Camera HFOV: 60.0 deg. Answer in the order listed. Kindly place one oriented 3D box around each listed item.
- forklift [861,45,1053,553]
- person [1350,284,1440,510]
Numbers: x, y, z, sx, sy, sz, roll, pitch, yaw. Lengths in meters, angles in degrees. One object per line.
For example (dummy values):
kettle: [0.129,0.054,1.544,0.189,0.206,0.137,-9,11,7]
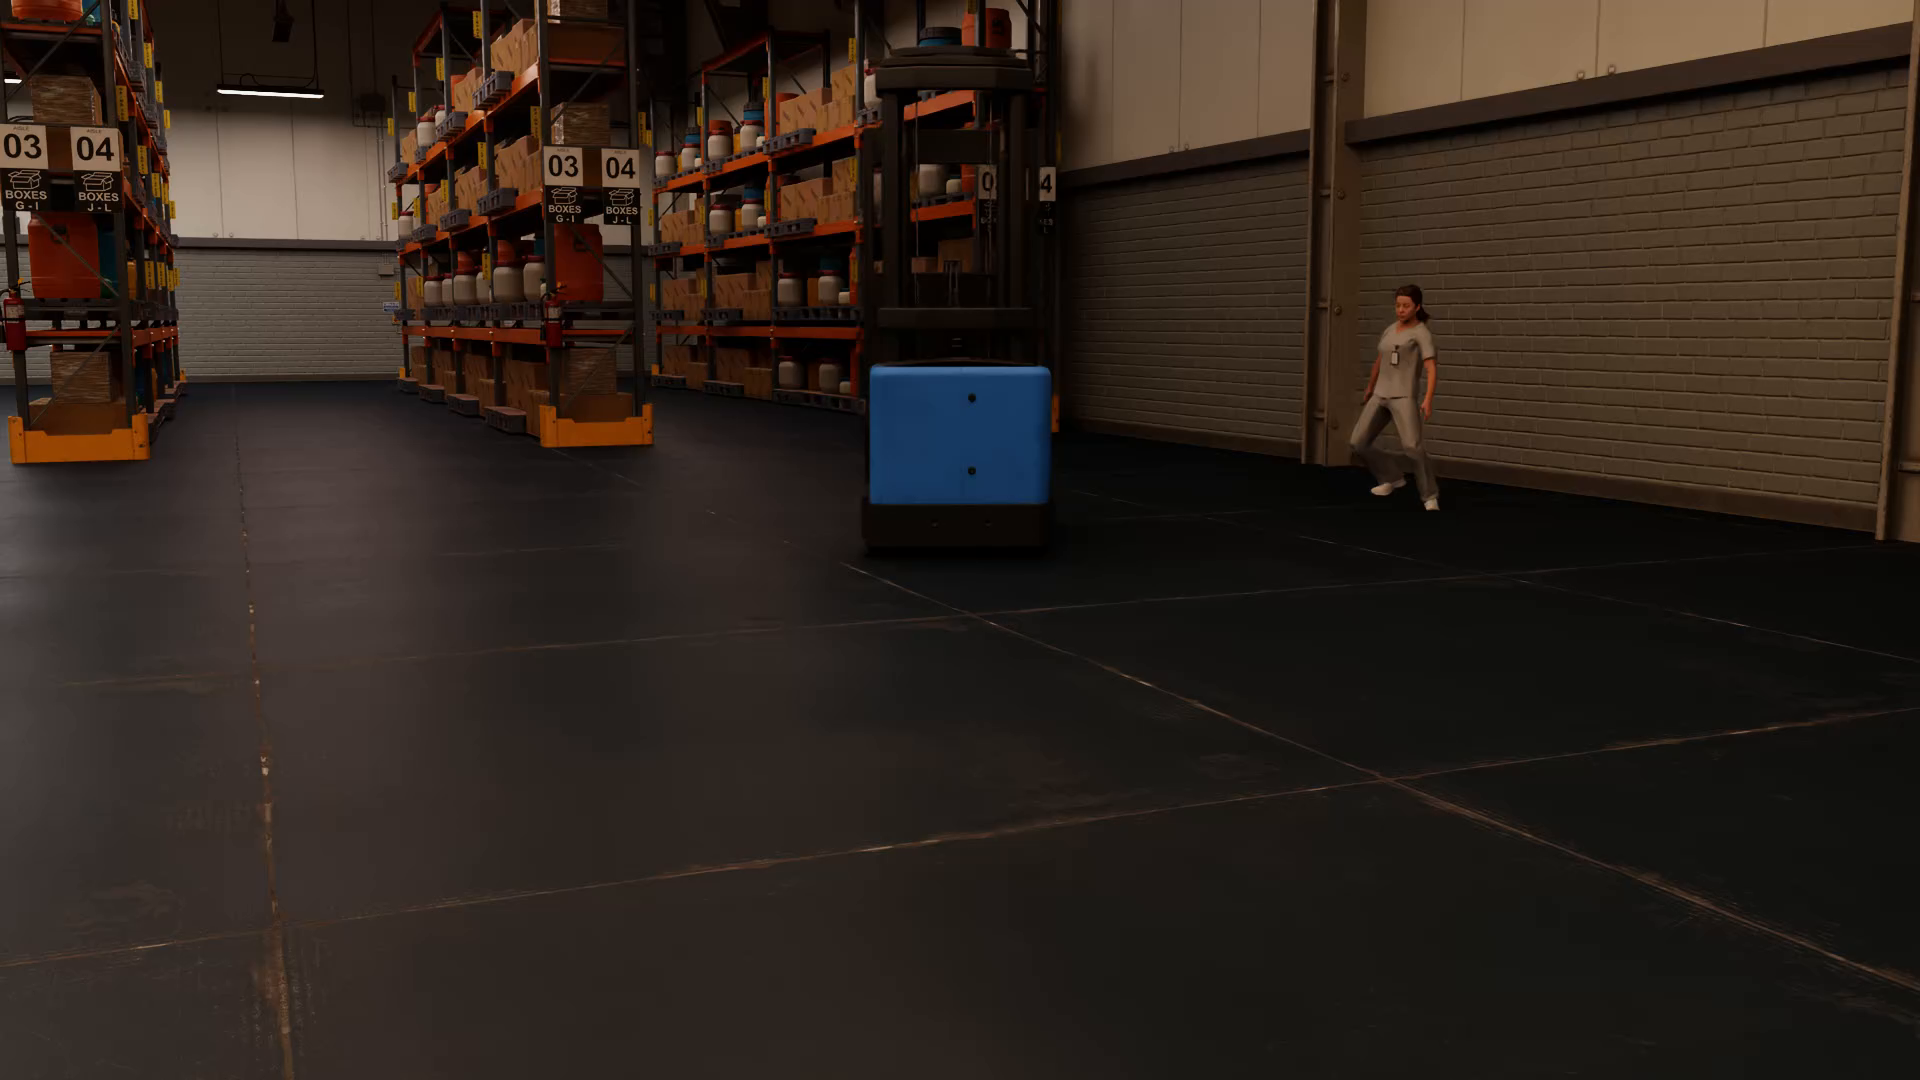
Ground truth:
forklift: [-0.070,-1.540,10.623,1.130,2.935,3.031,0,8,-3]
person: [3.154,-1.033,11.960,0.490,1.590,0.790,-4,8,-26]
